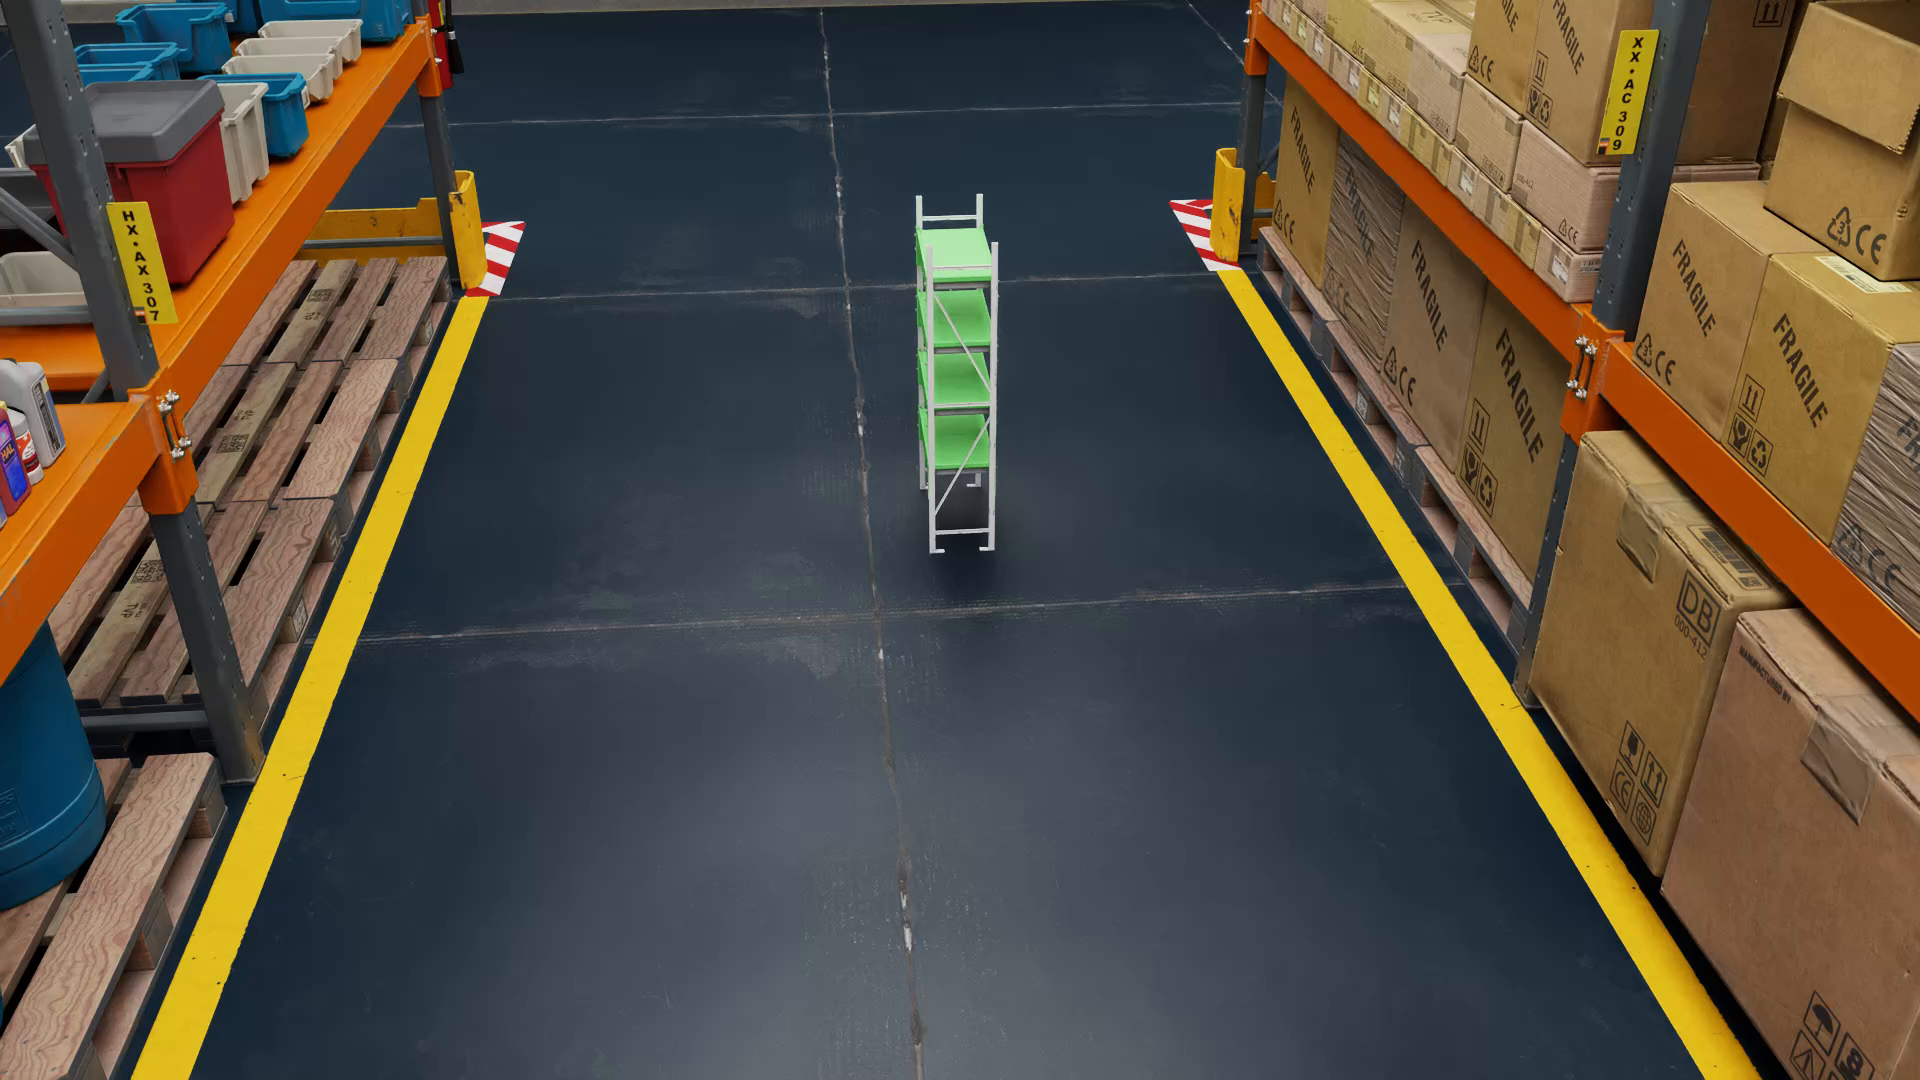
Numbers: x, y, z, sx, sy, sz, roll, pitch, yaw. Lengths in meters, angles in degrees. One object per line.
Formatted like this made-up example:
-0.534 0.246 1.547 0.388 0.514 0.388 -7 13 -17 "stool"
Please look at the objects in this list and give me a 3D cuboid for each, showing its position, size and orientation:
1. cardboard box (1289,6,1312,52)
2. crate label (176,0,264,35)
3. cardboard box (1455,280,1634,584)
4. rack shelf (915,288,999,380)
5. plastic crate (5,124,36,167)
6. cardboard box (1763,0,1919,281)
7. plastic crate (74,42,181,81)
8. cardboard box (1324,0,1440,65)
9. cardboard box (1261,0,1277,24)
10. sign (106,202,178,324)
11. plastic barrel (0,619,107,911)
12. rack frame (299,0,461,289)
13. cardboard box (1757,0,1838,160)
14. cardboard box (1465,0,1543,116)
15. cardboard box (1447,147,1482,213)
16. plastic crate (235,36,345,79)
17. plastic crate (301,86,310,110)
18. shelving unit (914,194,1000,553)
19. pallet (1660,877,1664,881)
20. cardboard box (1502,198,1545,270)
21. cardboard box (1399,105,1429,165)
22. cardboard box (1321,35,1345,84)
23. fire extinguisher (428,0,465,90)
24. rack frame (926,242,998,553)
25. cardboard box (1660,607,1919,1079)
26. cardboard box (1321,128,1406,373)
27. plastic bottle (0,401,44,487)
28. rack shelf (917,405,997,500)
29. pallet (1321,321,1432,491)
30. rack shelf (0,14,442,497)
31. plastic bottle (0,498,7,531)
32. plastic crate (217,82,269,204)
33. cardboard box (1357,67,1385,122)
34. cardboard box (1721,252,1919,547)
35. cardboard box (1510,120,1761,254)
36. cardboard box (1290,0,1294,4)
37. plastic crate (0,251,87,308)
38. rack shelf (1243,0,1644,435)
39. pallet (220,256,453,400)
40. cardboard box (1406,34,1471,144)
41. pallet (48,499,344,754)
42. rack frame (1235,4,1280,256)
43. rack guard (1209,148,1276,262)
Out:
1.685 -2.270 7.370 0.380 0.149 0.250 -3 31 -6 "cardboard box"
-3.305 -2.411 7.466 0.416 0.233 0.303 -3 31 -5 "crate label"
2.323 -0.403 5.662 0.875 0.875 0.875 -3 31 -5 "cardboard box"
-0.015 -0.751 5.994 0.258 0.148 0.480 -3 31 -5 "rack shelf"
-3.089 -1.344 5.774 0.293 0.136 0.466 -3 31 -5 "plastic crate"
2.373 -0.942 3.826 0.797 0.503 0.637 -4 31 -6 "cardboard box"
-3.182 -1.739 6.341 0.416 0.233 0.300 -3 31 -5 "plastic crate"
1.806 -2.120 6.730 0.500 0.250 0.500 -4 31 -6 "cardboard box"
1.636 -2.532 7.808 0.380 0.149 0.250 -2 31 -4 "cardboard box"
-2.079 -0.701 4.229 0.100 0.325 0.005 -3 31 -5 "sign"
-2.593 0.442 4.221 0.600 0.901 0.708 -3 31 -5 "plastic barrel"
-3.000 -2.599 7.676 1.000 3.000 0.127 -3 31 -5 "rack frame"
2.515 -1.436 4.854 0.500 0.500 0.500 -3 31 -5 "cardboard box"
1.953 -1.657 5.225 0.500 0.500 0.500 -2 31 -4 "cardboard box"
1.878 -1.220 5.613 0.380 0.149 0.250 -2 31 -4 "cardboard box"
-2.731 -1.955 6.797 0.396 0.136 0.243 -3 31 -5 "plastic crate"
-2.635 -1.664 6.310 0.298 0.136 0.250 -3 31 -5 "plastic crate"
-0.015 -0.600 6.084 0.258 1.200 0.503 -3 31 -5 "shelving unit"
2.452 0.793 4.716 1.003 0.211 1.213 -3 31 -5 "pallet"
1.926 -0.958 5.174 0.380 0.149 0.250 -2 31 -4 "cardboard box"
1.830 -1.483 6.052 0.380 0.149 0.250 -3 31 -5 "cardboard box"
1.734 -2.007 6.930 0.380 0.149 0.250 -3 31 -6 "cardboard box"
-2.562 -2.505 7.957 0.296 0.674 0.183 -3 31 -5 "fire extinguisher"
0.007 -0.475 5.875 0.240 1.200 0.015 -3 31 -5 "rack frame"
2.469 0.720 3.783 1.225 0.875 0.875 -4 31 -6 "cardboard box"
2.156 -1.317 7.192 0.875 0.875 0.875 -3 31 -5 "cardboard box"
-2.230 -0.228 3.900 0.097 0.201 0.097 0 31 0 "plastic bottle"
-0.015 -0.339 6.240 0.258 0.148 0.480 -3 31 -5 "rack shelf"
2.194 -0.613 7.071 1.003 0.211 1.213 -3 31 -5 "pallet"
-2.813 -1.269 6.151 1.077 0.370 4.000 -3 31 -5 "rack shelf"
-2.234 -0.131 3.666 0.152 0.276 0.135 -3 31 -5 "plastic bottle"
-2.586 -1.320 5.592 0.437 0.282 0.530 -3 31 -5 "plastic crate"
1.781 -1.746 6.494 0.380 0.149 0.250 -4 31 -6 "cardboard box"
2.147 -0.334 3.786 0.500 0.500 0.500 -3 31 -5 "cardboard box"
2.002 -1.070 4.973 0.500 0.250 0.500 -3 31 -6 "cardboard box"
1.707 -2.642 7.604 0.500 0.250 0.500 -4 31 -6 "cardboard box"
-2.528 -0.714 4.719 0.396 0.136 0.243 -3 31 -5 "plastic crate"
2.118 -1.507 6.549 1.077 0.370 4.000 -3 31 -5 "rack shelf"
-2.962 -0.979 7.683 1.003 0.211 1.213 -3 31 -5 "pallet"
1.904 -1.595 5.852 0.500 0.250 0.500 -2 31 -4 "cardboard box"
-2.734 0.267 5.598 1.003 0.211 1.213 -3 31 -5 "pallet"
1.931 -2.837 8.074 1.000 3.000 0.127 -3 31 -5 "rack frame"
1.929 -1.776 8.735 1.175 0.500 0.348 -3 31 -5 "rack guard"
